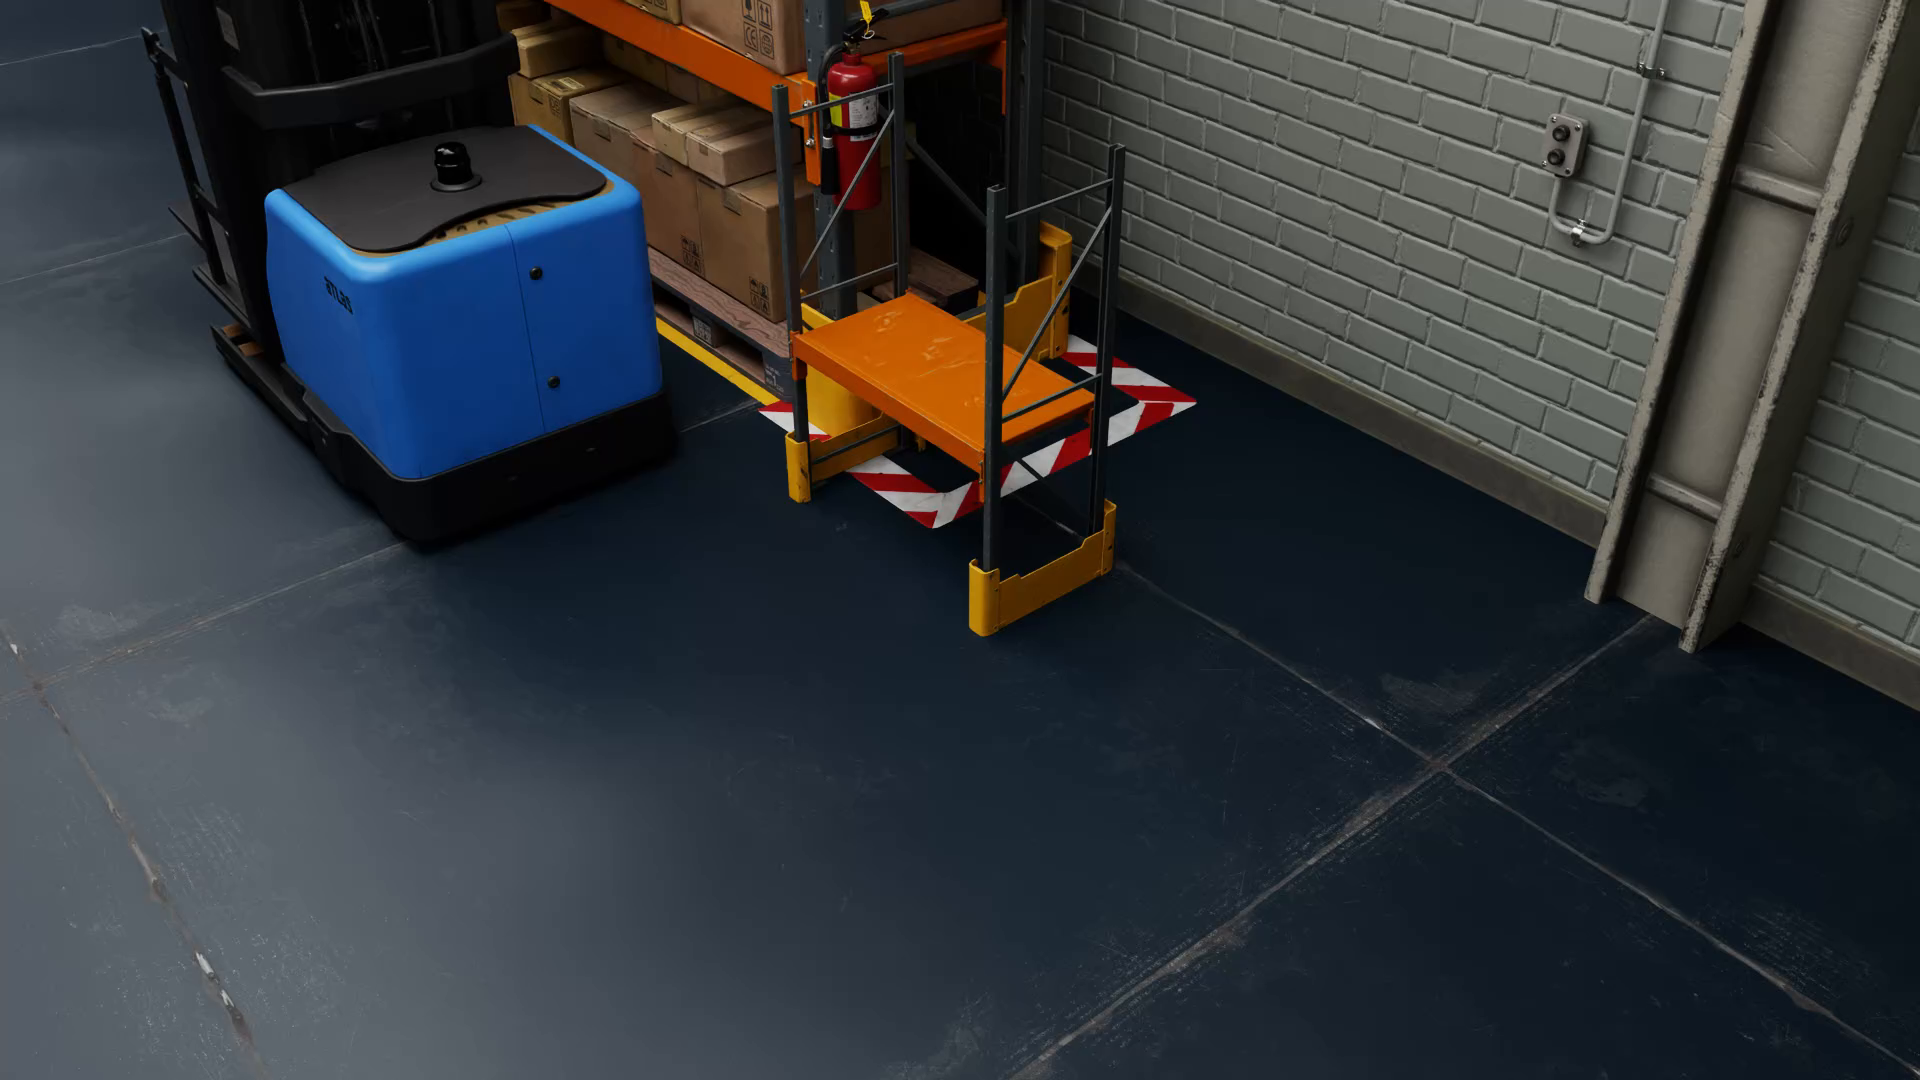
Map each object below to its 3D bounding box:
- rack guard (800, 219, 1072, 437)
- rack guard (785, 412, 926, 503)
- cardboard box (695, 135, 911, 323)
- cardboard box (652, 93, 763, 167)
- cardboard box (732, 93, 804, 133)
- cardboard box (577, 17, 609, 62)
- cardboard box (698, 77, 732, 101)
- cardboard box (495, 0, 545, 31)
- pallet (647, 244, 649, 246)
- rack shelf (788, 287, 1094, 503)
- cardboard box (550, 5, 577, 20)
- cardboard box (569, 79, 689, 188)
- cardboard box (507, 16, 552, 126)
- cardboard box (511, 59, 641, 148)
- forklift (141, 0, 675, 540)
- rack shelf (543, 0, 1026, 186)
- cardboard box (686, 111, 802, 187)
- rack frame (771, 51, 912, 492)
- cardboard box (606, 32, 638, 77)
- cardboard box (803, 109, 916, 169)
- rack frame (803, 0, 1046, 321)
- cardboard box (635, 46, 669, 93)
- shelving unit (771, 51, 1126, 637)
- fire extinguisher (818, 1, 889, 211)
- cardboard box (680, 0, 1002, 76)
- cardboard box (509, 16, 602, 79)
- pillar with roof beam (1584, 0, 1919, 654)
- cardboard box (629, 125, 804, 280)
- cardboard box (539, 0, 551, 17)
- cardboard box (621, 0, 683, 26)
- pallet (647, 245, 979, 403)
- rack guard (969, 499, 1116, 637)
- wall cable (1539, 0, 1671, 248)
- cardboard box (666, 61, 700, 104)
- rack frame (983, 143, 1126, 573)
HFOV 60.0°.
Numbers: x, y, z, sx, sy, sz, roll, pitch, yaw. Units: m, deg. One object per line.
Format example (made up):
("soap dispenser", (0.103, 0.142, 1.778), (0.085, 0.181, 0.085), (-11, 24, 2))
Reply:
("rack guard", (-0.087, -0.846, 6.512), (1.175, 0.500, 0.348), (-26, 43, -32))
("rack guard", (-0.371, -0.356, 6.036), (0.587, 0.250, 0.087), (-26, 43, -32))
("cardboard box", (-0.631, -1.300, 6.789), (0.700, 0.500, 0.500), (-26, 43, -32))
("cardboard box", (-1.018, -1.666, 6.745), (0.380, 0.149, 0.250), (-25, 42, -31))
("cardboard box", (-0.725, -1.807, 6.944), (0.380, 0.149, 0.250), (-26, 43, -32))
("cardboard box", (-1.547, -2.368, 7.737), (0.380, 0.149, 0.250), (-26, 43, -31))
("cardboard box", (-0.886, -1.918, 7.101), (0.380, 0.149, 0.250), (-26, 43, -31))
("cardboard box", (-2.198, -2.471, 7.882), (0.380, 0.149, 0.250), (-24, 42, -30))
("pallet", (-1.461, -1.601, 7.828), (1.003, 0.211, 1.213), (-26, 43, -32))
("rack shelf", (-0.055, -0.503, 5.474), (0.538, 0.185, 1.000), (-26, 43, -32))
("cardboard box", (-1.709, -2.480, 7.895), (0.380, 0.149, 0.250), (-28, 44, -33))
("cardboard box", (-1.279, -1.742, 7.414), (0.700, 0.500, 0.500), (-28, 44, -33))
("cardboard box", (-1.958, -2.203, 8.064), (0.700, 0.500, 0.500), (-26, 43, -32))
("cardboard box", (-1.628, -1.975, 7.743), (0.700, 0.500, 0.500), (-25, 42, -31))
("forklift", (-2.369, -1.982, 6.012), (1.130, 2.935, 3.031), (-25, 42, -31))
("rack shelf", (-1.393, -2.466, 7.259), (1.077, 0.370, 4.000), (-26, 43, -32))
("cardboard box", (-0.853, -1.553, 6.586), (0.380, 0.149, 0.250), (-27, 43, -32))
("rack frame", (-0.383, -0.874, 5.687), (0.500, 1.500, 0.032), (-26, 43, -32))
("cardboard box", (-1.380, -2.255, 7.577), (0.380, 0.149, 0.250), (-27, 43, -33))
("cardboard box", (-0.397, -1.584, 6.629), (0.380, 0.149, 0.250), (-26, 43, -31))
("rack frame", (-0.102, -1.877, 5.804), (1.000, 3.000, 0.127), (-26, 43, -32))
("cardboard box", (-1.217, -2.143, 7.419), (0.380, 0.149, 0.250), (-26, 43, -31))
("shelving unit", (-0.049, -0.646, 5.364), (0.587, 1.500, 1.083), (-26, 43, -32))
("fire extinguisher", (-0.358, -1.454, 5.598), (0.296, 0.674, 0.183), (-26, 43, -32))
("cardboard box", (-0.439, -2.220, 6.030), (0.980, 0.700, 0.700), (-24, 42, -30))
("cardboard box", (-1.861, -2.241, 7.557), (0.380, 0.149, 0.250), (-27, 44, -33))
("pillar with roof beam", (-0.988, -1.850, 0.576), (9.100, 9.000, 0.400), (-26, 43, -32))
("cardboard box", (-0.954, -1.521, 7.101), (0.700, 0.500, 0.500), (-26, 43, -32))
("cardboard box", (-2.279, -2.426, 8.379), (0.700, 0.500, 0.500), (-25, 43, -31))
("cardboard box", (-0.917, -2.538, 6.478), (0.980, 0.700, 0.700), (-26, 43, -32))
("pallet", (-0.678, -1.062, 7.068), (1.003, 0.211, 1.213), (-26, 43, -32))
("rack guard", (0.272, 0.084, 5.415), (0.587, 0.250, 0.087), (-26, 43, -32))
("wall cable", (1.446, -2.079, 5.211), (0.084, 1.984, 1.851), (-26, 43, -32))
("cardboard box", (-1.051, -2.030, 7.259), (0.380, 0.149, 0.250), (-25, 42, -31))
("rack frame", (0.273, -0.425, 5.053), (0.500, 1.500, 0.032), (-26, 43, -32))
